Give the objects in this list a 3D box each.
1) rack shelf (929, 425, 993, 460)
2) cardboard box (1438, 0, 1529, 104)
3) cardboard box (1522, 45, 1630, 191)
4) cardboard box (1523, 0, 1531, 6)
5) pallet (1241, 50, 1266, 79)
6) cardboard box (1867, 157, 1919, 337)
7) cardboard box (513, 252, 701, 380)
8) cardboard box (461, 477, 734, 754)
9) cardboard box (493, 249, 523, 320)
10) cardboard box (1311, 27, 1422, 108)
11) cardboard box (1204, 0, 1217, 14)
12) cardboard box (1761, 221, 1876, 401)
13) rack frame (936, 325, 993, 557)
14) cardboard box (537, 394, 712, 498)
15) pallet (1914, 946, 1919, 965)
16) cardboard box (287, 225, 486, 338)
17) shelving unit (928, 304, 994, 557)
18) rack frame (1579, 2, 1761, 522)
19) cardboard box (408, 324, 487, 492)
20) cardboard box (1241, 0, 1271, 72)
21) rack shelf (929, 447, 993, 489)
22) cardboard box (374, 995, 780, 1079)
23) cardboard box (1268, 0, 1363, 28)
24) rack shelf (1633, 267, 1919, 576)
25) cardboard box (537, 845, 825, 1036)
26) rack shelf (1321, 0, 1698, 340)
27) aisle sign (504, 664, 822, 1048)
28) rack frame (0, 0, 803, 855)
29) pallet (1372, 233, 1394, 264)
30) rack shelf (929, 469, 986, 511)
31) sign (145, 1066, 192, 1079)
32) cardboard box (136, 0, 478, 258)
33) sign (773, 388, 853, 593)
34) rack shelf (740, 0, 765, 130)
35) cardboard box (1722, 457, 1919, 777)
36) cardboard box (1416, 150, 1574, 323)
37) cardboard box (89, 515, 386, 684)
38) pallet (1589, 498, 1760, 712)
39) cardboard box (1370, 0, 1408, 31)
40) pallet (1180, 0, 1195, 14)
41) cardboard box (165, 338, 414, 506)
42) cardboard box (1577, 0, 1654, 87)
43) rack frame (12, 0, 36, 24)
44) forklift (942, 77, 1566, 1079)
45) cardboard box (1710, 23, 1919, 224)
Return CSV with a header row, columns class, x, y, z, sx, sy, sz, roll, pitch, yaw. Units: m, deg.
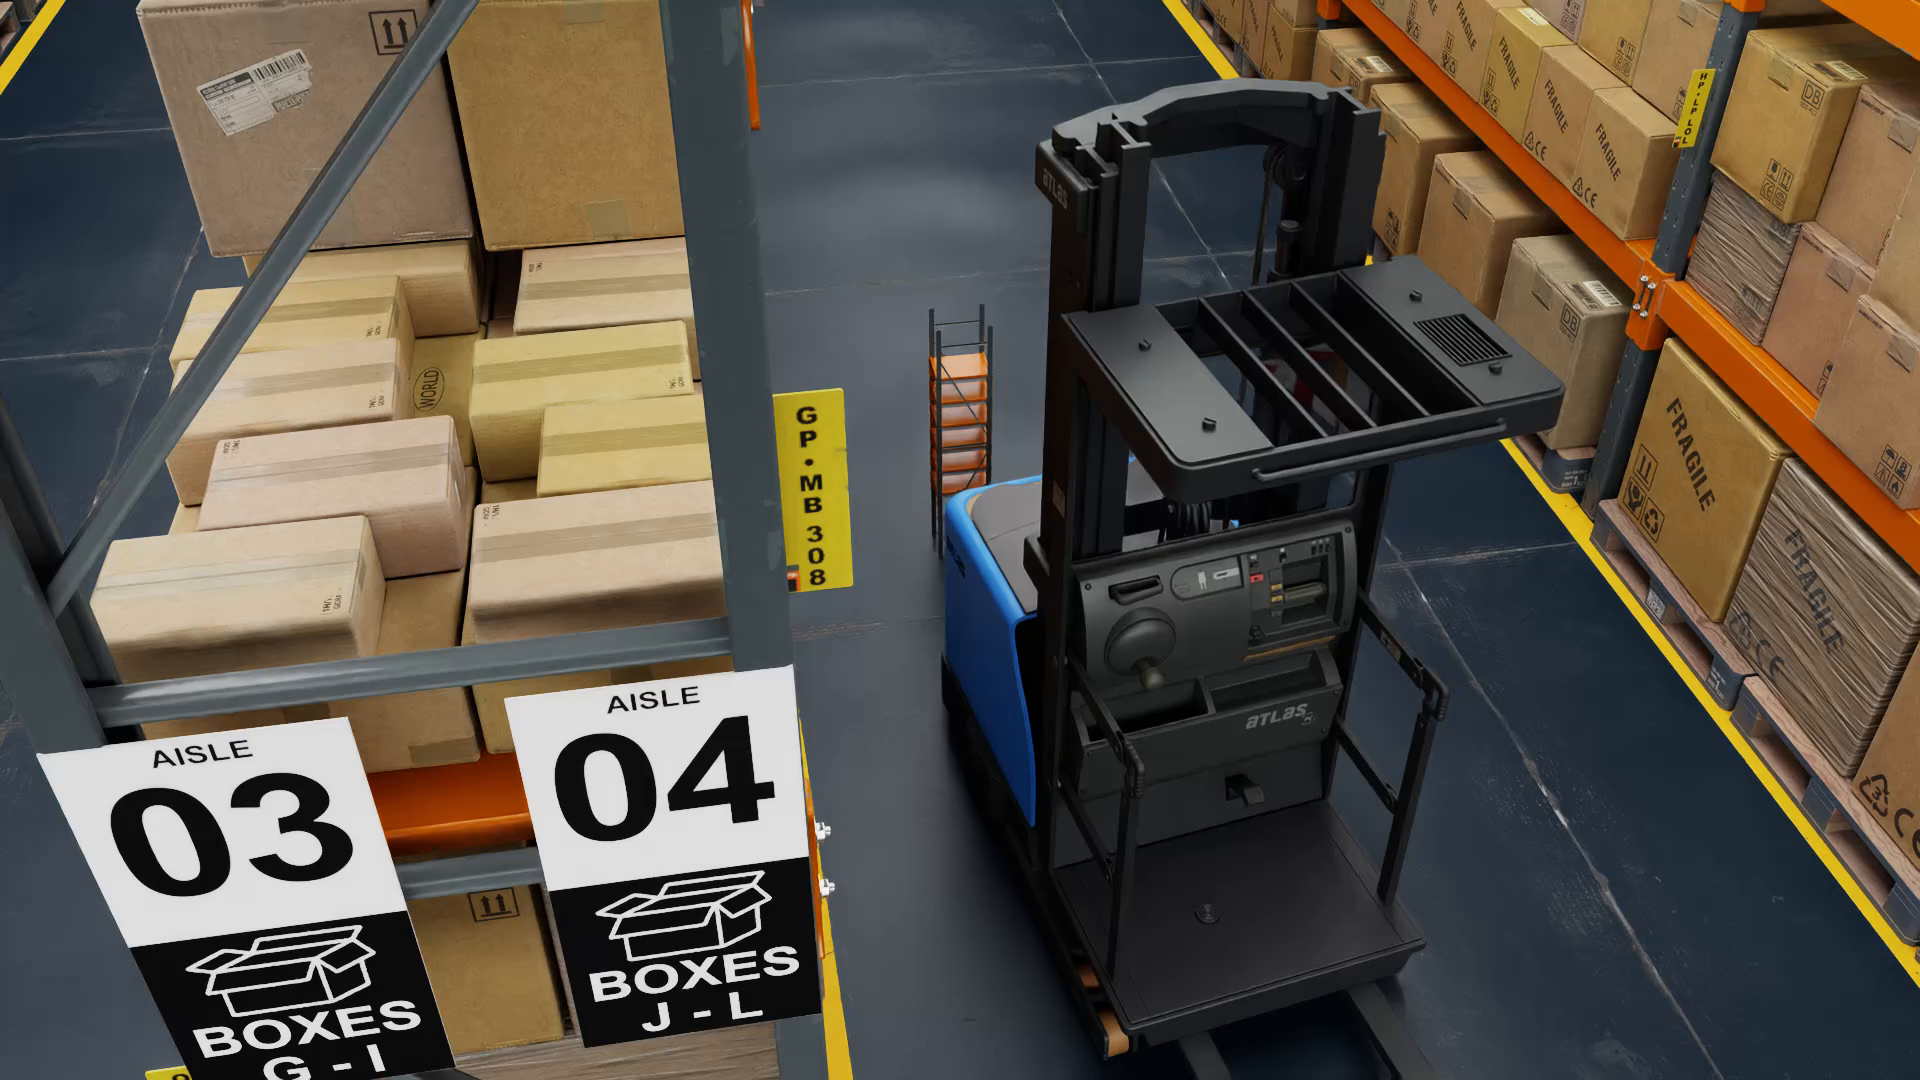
class,x,y,z,sx,sy,sz,roll,pitch,yaw
rack shelf,0.003,-0.430,7.398,0.258,0.103,0.180,-6,38,-8
cardboard box,2.843,-2.603,8.574,0.500,0.500,0.500,-7,38,-8
cardboard box,3.023,-1.991,7.787,0.500,0.500,0.500,-7,38,-8
cardboard box,3.106,-3.015,8.289,0.700,0.500,0.500,-7,38,-8
pallet,2.629,-3.147,11.629,1.003,0.211,1.213,-6,38,-8
cardboard box,3.667,-0.959,5.537,0.875,0.550,0.550,-6,38,-8
cardboard box,-0.647,-0.424,3.204,0.380,0.149,0.250,-5,38,-6
cardboard box,-0.563,0.084,2.874,0.500,0.250,0.500,-5,38,-7
cardboard box,-0.743,-0.527,3.660,0.500,0.250,0.500,-6,38,-8
cardboard box,2.783,-2.676,10.241,1.050,0.750,0.750,-7,38,-9
cardboard box,2.132,-4.262,12.486,0.500,0.500,0.500,-6,38,-7
cardboard box,3.661,-0.868,6.300,0.875,0.550,0.550,-6,38,-8
rack frame,0.019,-0.410,7.300,0.240,1.200,0.006,-6,38,-8
cardboard box,-0.504,-0.113,2.803,0.380,0.149,0.250,-5,38,-7
pallet,3.950,1.682,5.413,1.003,0.211,1.213,-6,38,-8
cardboard box,-1.163,-0.524,3.332,0.380,0.149,0.250,-6,38,-7
shelving unit,0.003,-0.465,7.371,0.258,1.200,0.189,-6,38,-8
rack frame,3.466,-1.360,7.056,1.000,3.000,0.127,-6,38,-8
cardboard box,-1.158,-0.162,3.191,0.500,0.250,0.500,-6,38,-8
cardboard box,2.305,-3.638,11.684,0.500,0.500,0.500,-5,38,-6
rack shelf,0.003,-0.335,7.472,0.258,0.103,0.180,-6,38,-8
cardboard box,-0.803,1.036,3.648,0.875,0.500,0.500,-6,38,-8
cardboard box,2.387,-3.636,11.069,0.500,0.250,0.500,-7,38,-9
rack shelf,3.817,0.132,5.722,1.077,0.370,4.000,-6,38,-8
cardboard box,-0.561,0.615,3.375,0.500,0.500,0.500,-6,38,-8
rack shelf,3.116,-2.284,8.832,1.077,0.370,4.000,-6,38,-8
aisle sign,-0.427,0.507,2.534,0.394,0.787,0.004,-6,38,-8
rack frame,-0.733,-0.841,1.498,1.000,3.000,0.127,-6,38,-8
pallet,3.040,-1.456,9.452,1.003,0.211,1.213,-6,38,-8
rack shelf,0.003,-0.240,7.545,0.258,0.103,0.180,-6,38,-8
sign,-1.283,0.994,2.825,0.100,0.325,0.005,-6,38,-8
cardboard box,-1.254,-0.920,3.313,0.500,0.500,0.500,-6,38,-8
sign,-0.199,-0.060,2.225,0.100,0.325,0.005,-6,38,-8
rack shelf,-1.084,-1.764,3.274,1.077,0.370,4.000,-6,38,-8
cardboard box,3.669,0.244,6.380,0.875,0.875,0.875,-6,38,-8
cardboard box,3.104,-1.586,8.838,1.050,0.750,0.750,-6,38,-8
cardboard box,-1.089,0.111,2.514,0.380,0.149,0.250,-6,38,-8
pallet,3.523,0.209,7.310,1.003,0.211,1.213,-6,38,-8
cardboard box,2.670,-3.209,9.354,0.500,0.500,0.500,-7,38,-8
pallet,2.202,-4.621,13.526,1.003,0.211,1.213,-6,38,-8
cardboard box,-1.175,-0.212,2.930,0.380,0.149,0.250,-8,39,-10
cardboard box,3.281,-2.404,7.503,0.700,0.500,0.500,-7,38,-9
rack frame,-7.713,-5.187,11.982,1.000,3.000,0.127,-6,38,-8
forklift,0.881,0.275,5.007,1.130,2.935,3.031,-12,39,-15
cardboard box,3.497,-1.619,6.387,0.875,0.550,0.550,-6,38,-8
